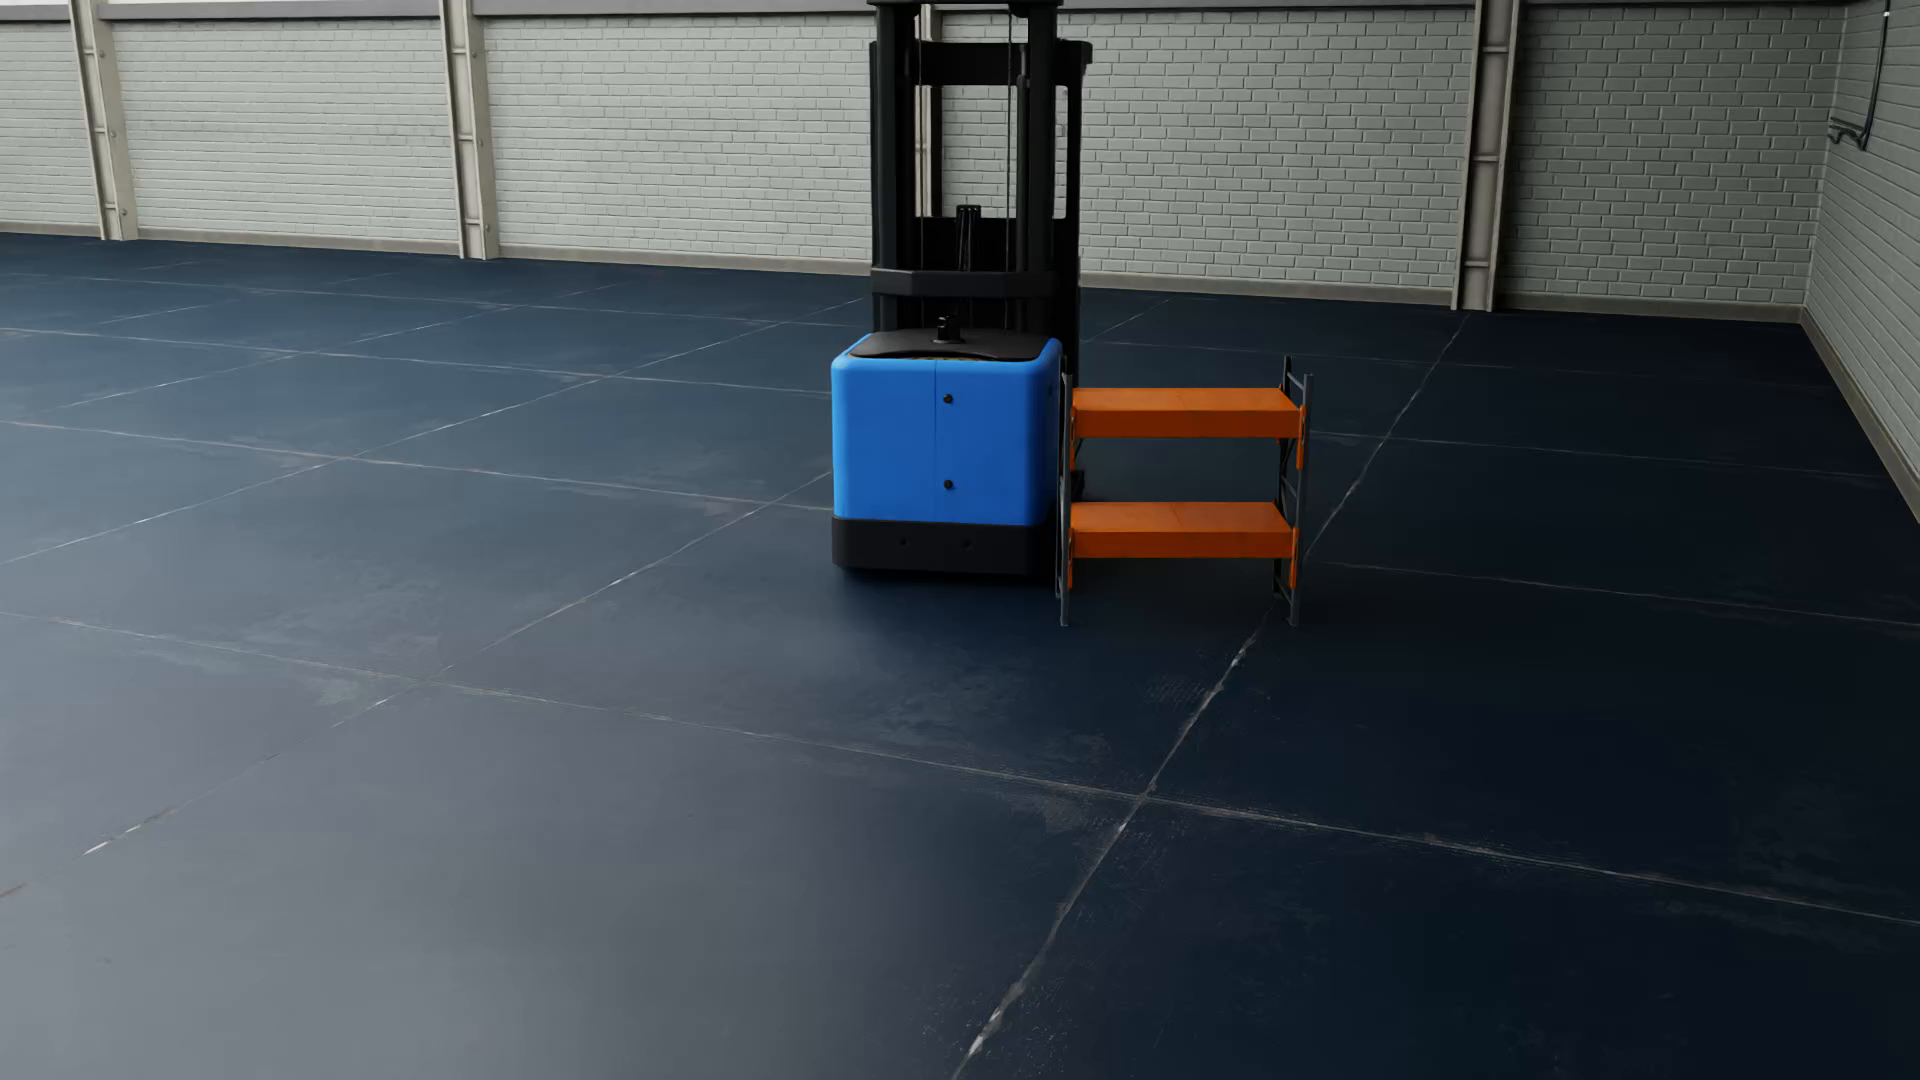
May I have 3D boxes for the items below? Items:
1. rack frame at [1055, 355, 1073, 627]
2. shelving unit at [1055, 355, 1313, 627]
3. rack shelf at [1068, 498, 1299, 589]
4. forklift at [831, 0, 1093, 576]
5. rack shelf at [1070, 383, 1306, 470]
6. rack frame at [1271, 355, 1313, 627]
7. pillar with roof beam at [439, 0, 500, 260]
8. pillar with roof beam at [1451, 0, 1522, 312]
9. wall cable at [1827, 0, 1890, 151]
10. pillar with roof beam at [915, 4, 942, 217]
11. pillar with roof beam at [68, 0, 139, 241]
[{"bbox_3d":[0.464,-0.226,7.435,0.032,1.125,0.500,0,16,0],"label":"rack frame"},{"bbox_3d":[0.973,-0.226,7.434,1.048,1.125,0.538,0,16,0],"label":"shelving unit"},{"bbox_3d":[0.973,0.009,7.502,1.000,0.278,0.538,0,16,0],"label":"rack shelf"},{"bbox_3d":[0.118,-1.606,8.948,1.130,2.935,3.031,2,16,8],"label":"forklift"},{"bbox_3d":[0.973,-0.507,7.353,1.000,0.278,0.538,0,16,0],"label":"rack shelf"},{"bbox_3d":[1.481,-0.226,7.434,0.032,1.125,0.500,0,16,0],"label":"rack frame"},{"bbox_3d":[-7.603,-6.752,15.791,0.400,9.000,9.100,6,17,21],"label":"pillar with roof beam"},{"bbox_3d":[3.560,-5.524,11.562,0.400,9.000,9.100,6,17,21],"label":"pillar with roof beam"},{"bbox_3d":[7.395,-4.505,13.622,0.112,2.526,3.097,6,17,21],"label":"wall cable"},{"bbox_3d":[-2.022,-6.138,13.677,0.400,9.000,9.100,6,17,21],"label":"pillar with roof beam"},{"bbox_3d":[-13.185,-7.366,17.905,0.400,9.000,9.100,6,17,21],"label":"pillar with roof beam"}]
